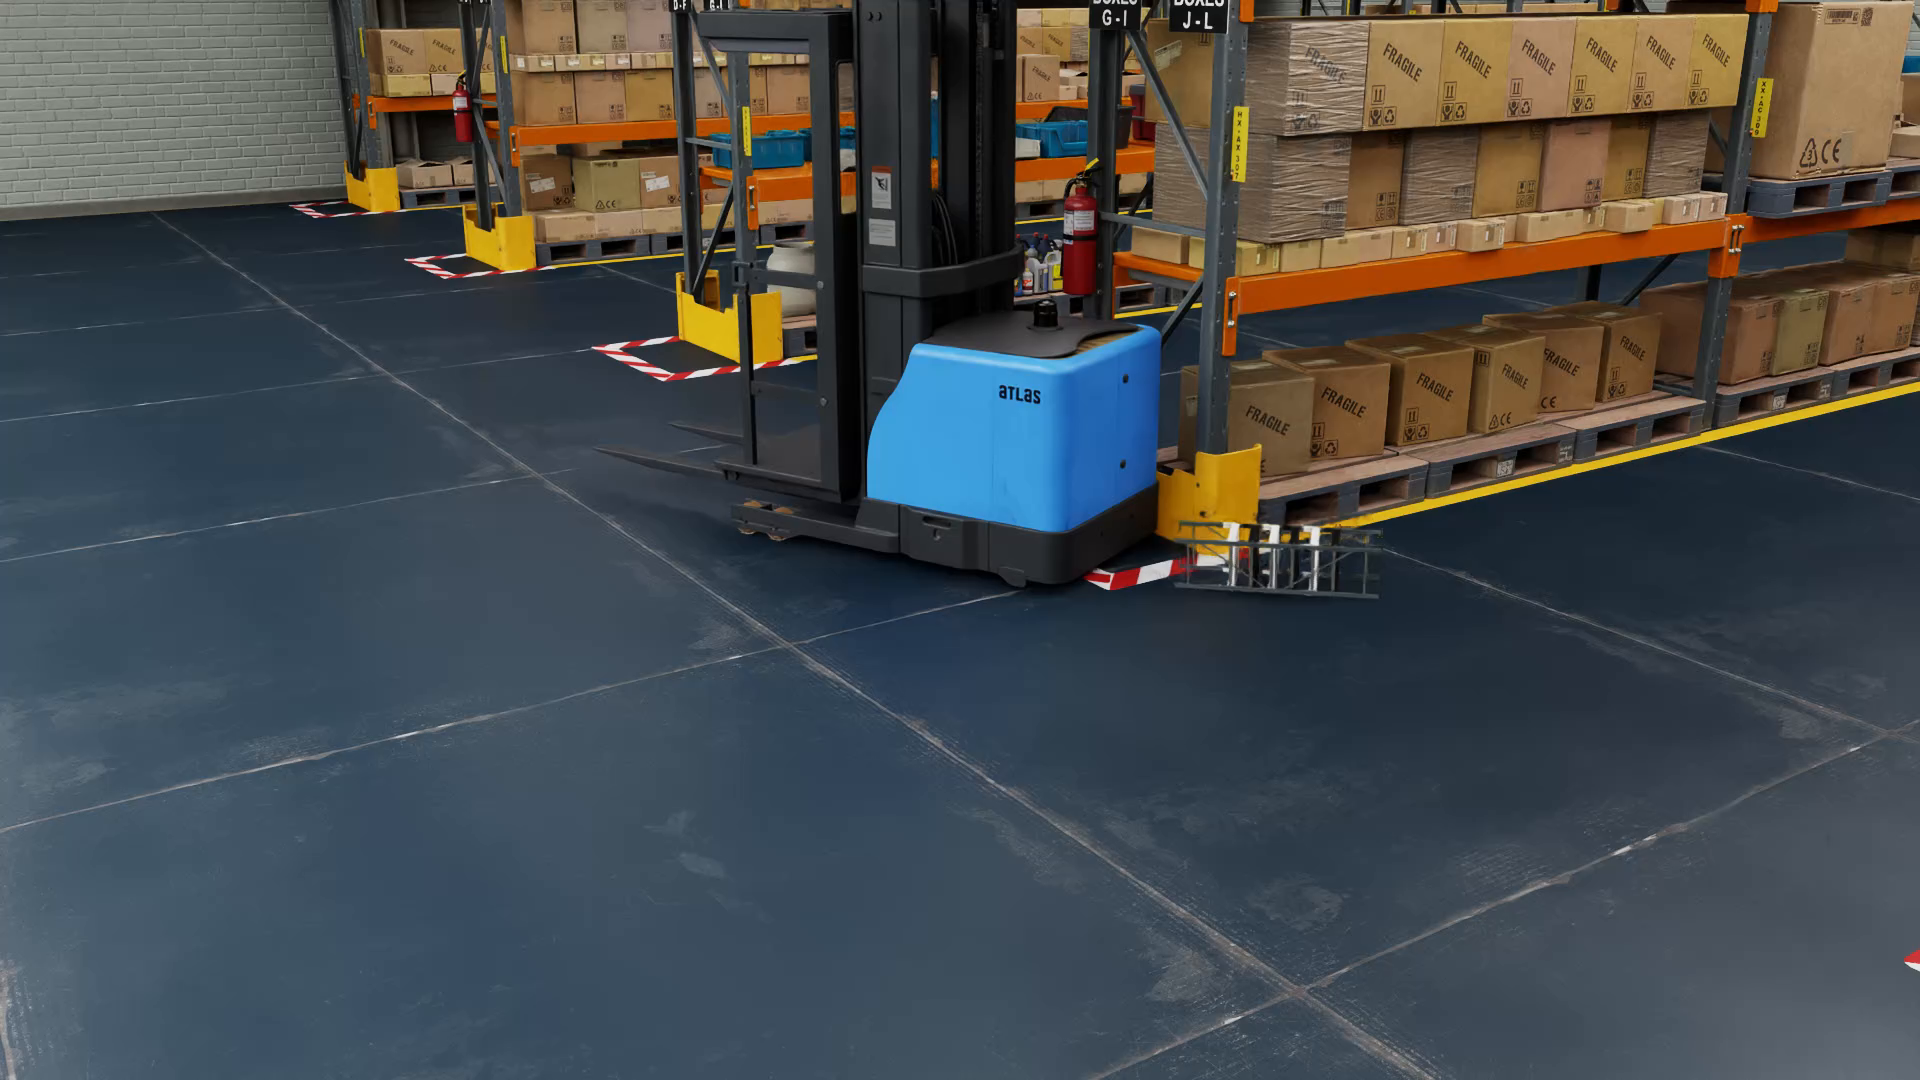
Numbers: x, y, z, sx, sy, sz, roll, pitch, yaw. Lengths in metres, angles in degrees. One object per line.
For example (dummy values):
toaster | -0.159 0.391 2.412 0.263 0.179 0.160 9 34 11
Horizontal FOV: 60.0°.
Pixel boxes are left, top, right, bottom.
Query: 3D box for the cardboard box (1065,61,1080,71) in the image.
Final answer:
cardboard box | 1.592 -7.143 25.052 0.250 0.149 0.380 -13 22 -33

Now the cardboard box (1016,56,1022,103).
cardboard box | 0.359 -5.226 18.864 0.500 0.500 0.500 -12 22 -31

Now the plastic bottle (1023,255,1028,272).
plastic bottle | 0.565 -2.182 13.571 0.133 0.283 0.061 -12 22 -31

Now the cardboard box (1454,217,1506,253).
cardboard box | 2.630 -1.618 8.738 0.250 0.149 0.380 -12 22 -31

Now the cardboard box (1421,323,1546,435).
cardboard box | 2.990 -0.938 9.584 0.500 0.500 0.500 -14 23 -36

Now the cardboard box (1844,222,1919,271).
cardboard box | 6.656 -2.078 11.754 0.500 0.250 0.500 -9 21 -25

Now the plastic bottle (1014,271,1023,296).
plastic bottle | 0.455 -2.102 13.353 0.097 0.271 0.097 0 19 0

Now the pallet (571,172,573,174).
pallet | -4.419 -4.742 21.943 1.213 0.211 1.003 -12 22 -31

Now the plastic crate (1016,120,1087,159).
plastic crate | 0.796 -3.203 13.268 0.616 0.251 0.499 -12 22 -31

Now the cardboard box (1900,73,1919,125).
cardboard box | 6.796 -2.936 11.435 0.500 0.500 0.700 -8 20 -23

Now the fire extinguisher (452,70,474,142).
fire extinguisher | -4.845 -4.229 16.191 0.183 0.674 0.296 -12 22 -31

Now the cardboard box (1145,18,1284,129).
cardboard box | 1.278 -2.337 8.292 0.500 0.500 0.500 -12 22 -31

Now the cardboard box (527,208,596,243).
cardboard box | -3.920 -3.094 16.349 0.500 0.250 0.500 -12 22 -31

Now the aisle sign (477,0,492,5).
aisle sign | -4.377 -5.300 15.180 0.004 0.787 0.394 -12 22 -31

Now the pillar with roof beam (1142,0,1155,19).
pillar with roof beam | 5.281 -9.645 22.725 0.400 9.000 9.100 -12 22 -31

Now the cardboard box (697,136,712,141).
cardboard box | -3.272 -5.350 22.601 0.500 0.500 0.700 -11 22 -30

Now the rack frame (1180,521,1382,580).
rack frame | 1.451 0.045 7.572 0.900 0.240 0.006 3 24 14

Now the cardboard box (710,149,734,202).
cardboard box | -2.256 -3.804 17.281 0.500 0.500 0.500 -12 22 -31

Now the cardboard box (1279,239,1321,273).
cardboard box | 1.543 -1.418 8.148 0.250 0.149 0.380 -12 22 -31

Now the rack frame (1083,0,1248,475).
rack frame | 0.955 -1.512 8.033 0.127 3.000 1.000 -12 22 -31

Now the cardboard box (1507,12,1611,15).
cardboard box | 3.363 -2.779 9.599 0.500 0.500 0.500 -12 22 -31

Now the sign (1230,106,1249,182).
sign | 1.253 -1.777 7.465 0.005 0.325 0.100 -12 22 -31

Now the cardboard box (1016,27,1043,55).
cardboard box | 0.867 -7.287 24.465 0.500 0.500 0.500 -12 22 -32

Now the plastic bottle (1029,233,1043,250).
plastic bottle | 0.669 -2.464 14.298 0.185 0.351 0.144 -11 22 -30

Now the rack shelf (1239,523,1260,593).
rack shelf | 1.307 0.079 7.512 0.077 0.258 0.200 3 24 14

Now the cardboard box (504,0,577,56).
cardboard box | -4.049 -4.912 15.910 0.500 0.500 0.700 -12 22 -31

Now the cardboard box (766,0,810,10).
cardboard box | -1.938 -5.360 17.233 0.500 0.500 0.700 -12 22 -32

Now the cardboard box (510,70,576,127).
cardboard box | -4.094 -4.288 16.090 0.500 0.500 0.700 -12 22 -31

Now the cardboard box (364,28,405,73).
cardboard box | -6.941 -5.920 20.105 0.500 0.500 0.500 -12 22 -32

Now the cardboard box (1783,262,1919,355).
cardboard box | 6.162 -1.619 11.566 0.500 0.500 0.700 -10 21 -27

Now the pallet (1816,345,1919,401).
pallet | 5.965 -1.249 11.610 1.213 0.211 1.003 -12 22 -31

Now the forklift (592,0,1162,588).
forklift | -0.546 -1.512 8.139 3.031 2.935 1.130 12 22 31

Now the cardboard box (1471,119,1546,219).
cardboard box | 2.646 -2.071 9.067 0.500 0.500 0.875 -12 22 -31

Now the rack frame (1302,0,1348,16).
rack frame | 6.145 -8.305 28.126 0.127 3.000 1.000 -12 22 -31

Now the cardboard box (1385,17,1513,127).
cardboard box | 2.402 -2.372 8.397 0.500 0.500 0.500 -12 22 -31

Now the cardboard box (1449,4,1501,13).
cardboard box | 6.940 -6.986 22.508 0.500 0.500 0.500 -13 22 -33

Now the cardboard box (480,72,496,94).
cardboard box | -5.781 -5.609 20.357 0.500 0.250 0.500 -12 22 -32

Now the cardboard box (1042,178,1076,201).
cardboard box | 1.035 -4.130 19.416 0.500 0.250 0.500 -11 22 -30

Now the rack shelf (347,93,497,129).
rack shelf | -5.548 -5.498 20.948 4.000 0.370 1.077 -12 22 -31

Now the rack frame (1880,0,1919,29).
rack frame | 11.593 -5.655 20.288 0.127 3.000 1.000 -12 22 -31

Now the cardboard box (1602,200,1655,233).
cardboard box | 3.674 -1.838 9.389 0.250 0.149 0.380 -12 22 -31

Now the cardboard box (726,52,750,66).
cardboard box | -2.320 -4.893 16.866 0.250 0.149 0.380 -11 22 -30

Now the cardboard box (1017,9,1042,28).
cardboard box | 0.848 -7.644 24.348 0.500 0.250 0.500 -12 22 -31

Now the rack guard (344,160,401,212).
rack guard | -7.155 -4.316 20.230 0.348 0.500 1.175 -12 22 -31

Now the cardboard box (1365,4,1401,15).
cardboard box | 5.812 -6.955 22.417 0.500 0.500 0.500 -12 22 -31

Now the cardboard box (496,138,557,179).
cardboard box | -5.474 -4.825 21.049 0.500 0.500 0.700 -14 23 -35

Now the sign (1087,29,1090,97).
sign | 0.666 -2.362 8.247 0.005 0.325 0.100 -12 22 -31

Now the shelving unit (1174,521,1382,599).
shelving unit | 1.427 0.085 7.482 0.900 0.258 0.210 3 24 14

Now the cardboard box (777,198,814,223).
cardboard box | -1.840 -3.538 17.663 0.500 0.250 0.500 -12 22 -31

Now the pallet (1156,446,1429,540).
pallet | 1.716 -0.338 8.915 1.213 0.211 1.003 -12 22 -31

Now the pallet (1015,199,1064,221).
pallet | 0.464 -3.902 19.458 1.213 0.211 1.003 -12 22 -31

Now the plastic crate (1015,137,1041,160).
plastic crate | 0.355 -3.063 13.032 0.437 0.136 0.530 -12 22 -31

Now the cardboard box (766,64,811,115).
cardboard box | -1.954 -4.740 17.425 0.500 0.500 0.700 -12 22 -32

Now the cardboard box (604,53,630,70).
cardboard box | -3.404 -4.663 16.185 0.250 0.149 0.380 -12 22 -32

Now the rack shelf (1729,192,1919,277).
rack shelf | 5.966 -2.228 11.275 4.000 0.370 1.077 -12 22 -31
